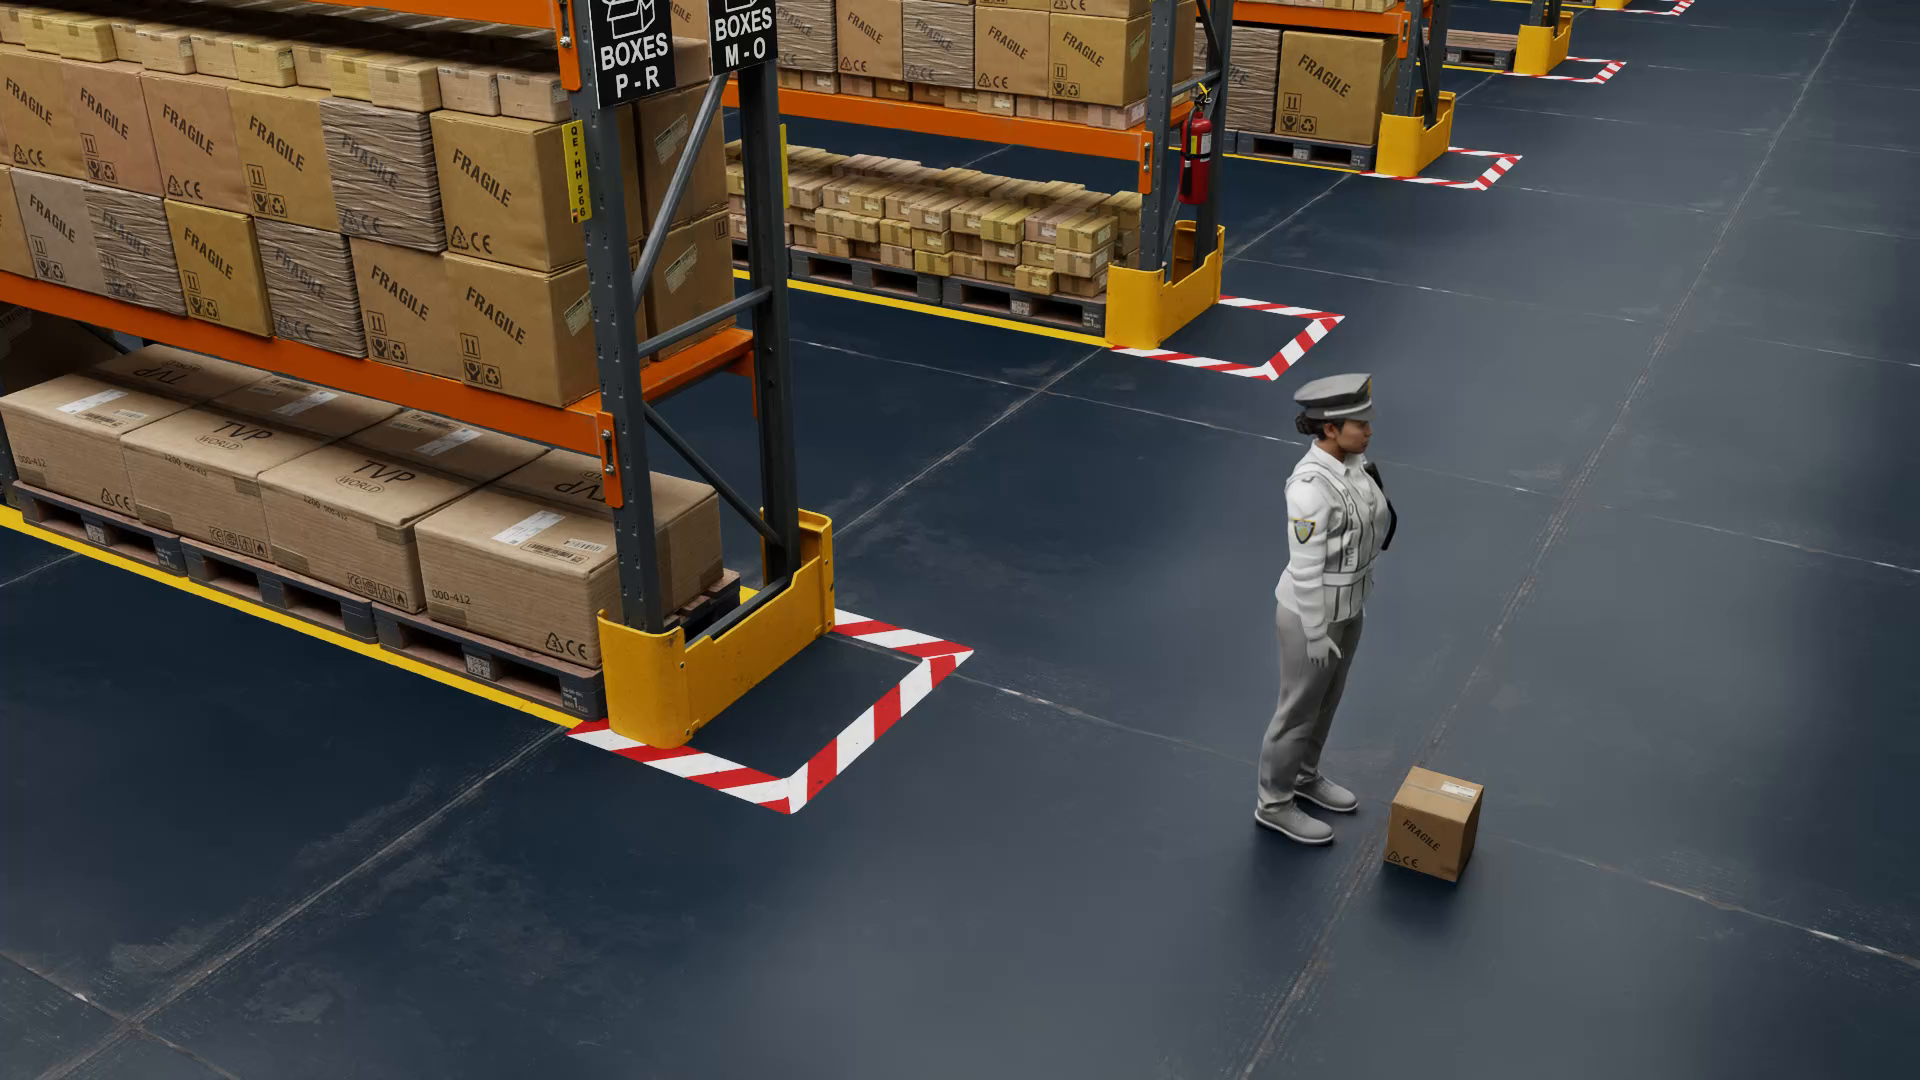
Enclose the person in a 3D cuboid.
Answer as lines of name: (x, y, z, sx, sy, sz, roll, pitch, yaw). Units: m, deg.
person: (1.235, 0.231, 5.634, 0.347, 1.690, 0.472, 15, 30, 27)
